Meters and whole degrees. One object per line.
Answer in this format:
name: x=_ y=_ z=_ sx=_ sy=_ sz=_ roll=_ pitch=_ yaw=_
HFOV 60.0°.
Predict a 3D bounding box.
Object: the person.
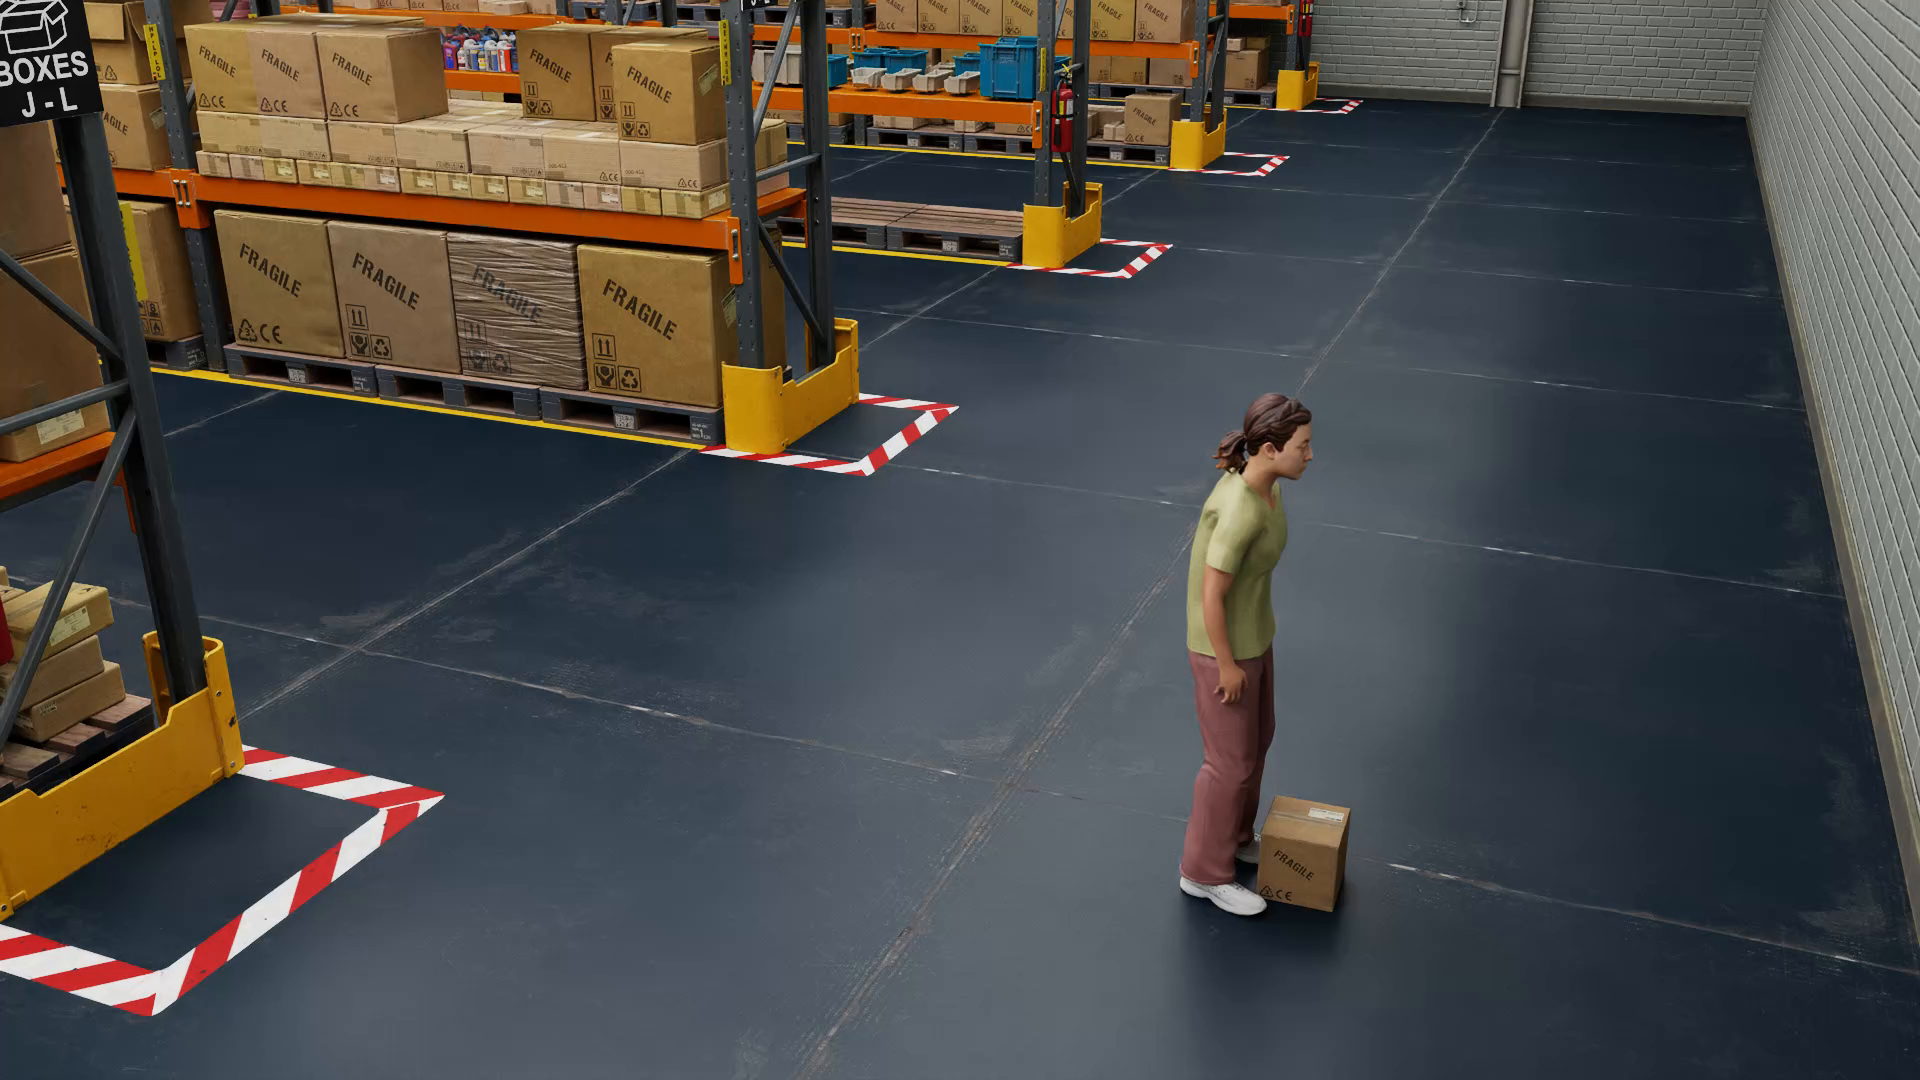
person: x=0.898 y=0.339 z=5.272 sx=0.354 sy=1.673 sz=0.499 roll=9 pitch=24 yaw=20
